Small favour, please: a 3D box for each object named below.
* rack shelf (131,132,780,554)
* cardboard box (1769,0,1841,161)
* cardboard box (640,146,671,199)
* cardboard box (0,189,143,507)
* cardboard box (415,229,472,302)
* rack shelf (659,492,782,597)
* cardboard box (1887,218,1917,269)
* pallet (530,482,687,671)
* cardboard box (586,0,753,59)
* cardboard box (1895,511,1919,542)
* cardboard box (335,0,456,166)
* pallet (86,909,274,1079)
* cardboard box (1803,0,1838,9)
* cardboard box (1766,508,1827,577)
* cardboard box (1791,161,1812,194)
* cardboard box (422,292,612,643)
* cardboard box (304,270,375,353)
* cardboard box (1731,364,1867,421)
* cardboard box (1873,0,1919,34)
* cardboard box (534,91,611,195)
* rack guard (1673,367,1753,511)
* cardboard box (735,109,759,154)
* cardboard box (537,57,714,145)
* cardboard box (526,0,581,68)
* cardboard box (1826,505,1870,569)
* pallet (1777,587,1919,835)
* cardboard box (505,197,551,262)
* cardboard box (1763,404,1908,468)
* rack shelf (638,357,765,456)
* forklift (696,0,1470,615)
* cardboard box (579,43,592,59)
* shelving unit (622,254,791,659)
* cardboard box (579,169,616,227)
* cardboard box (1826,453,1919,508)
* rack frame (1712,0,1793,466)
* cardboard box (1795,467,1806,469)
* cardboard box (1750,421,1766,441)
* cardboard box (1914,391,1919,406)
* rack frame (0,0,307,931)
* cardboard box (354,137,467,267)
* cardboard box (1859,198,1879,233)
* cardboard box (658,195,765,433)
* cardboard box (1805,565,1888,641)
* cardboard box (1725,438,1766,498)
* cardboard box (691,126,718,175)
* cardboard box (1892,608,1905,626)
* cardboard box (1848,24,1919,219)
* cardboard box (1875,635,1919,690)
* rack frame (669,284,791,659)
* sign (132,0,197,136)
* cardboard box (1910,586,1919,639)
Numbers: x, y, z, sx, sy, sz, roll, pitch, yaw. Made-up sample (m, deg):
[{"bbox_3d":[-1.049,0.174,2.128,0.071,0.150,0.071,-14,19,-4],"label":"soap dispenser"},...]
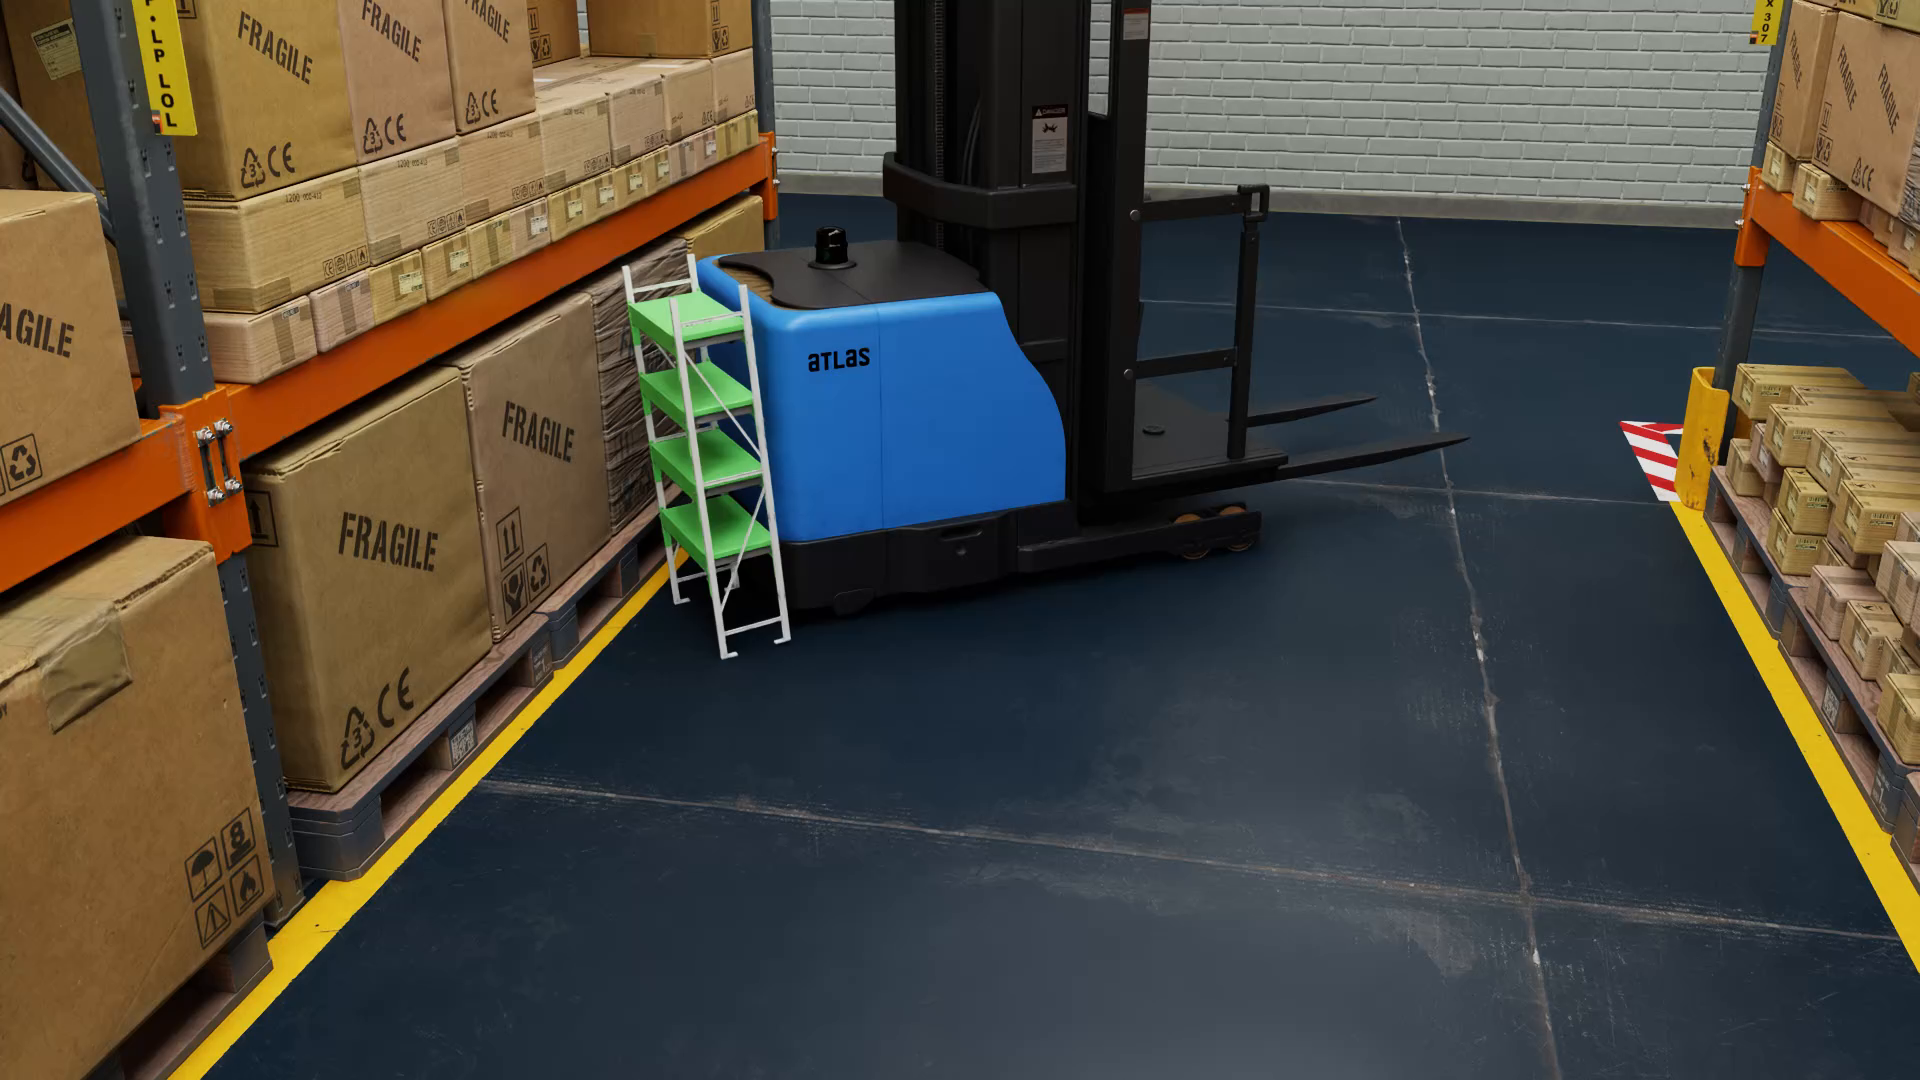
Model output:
[{"bbox_3d":[-1.715,-0.906,5.552,1.077,0.370,4.000,4,22,11],"label":"rack shelf"},{"bbox_3d":[3.166,-1.598,5.773,0.500,0.500,0.500,6,23,13],"label":"cardboard box"},{"bbox_3d":[-1.264,-1.326,5.967,0.380,0.149,0.250,4,22,10],"label":"cardboard box"},{"bbox_3d":[-1.951,-0.363,3.106,0.500,0.500,0.500,5,22,11],"label":"cardboard box"},{"bbox_3d":[-1.578,-0.764,4.571,0.380,0.149,0.250,4,22,9],"label":"cardboard box"},{"bbox_3d":[-0.799,0.004,5.522,0.258,0.148,0.480,-15,26,-23],"label":"rack shelf"},{"bbox_3d":[2.947,-0.865,4.823,0.380,0.149,0.250,4,22,10],"label":"cardboard box"},{"bbox_3d":[-1.644,0.065,5.909,1.003,0.211,1.213,4,22,11],"label":"pallet"},{"bbox_3d":[-1.149,-2.190,6.574,0.500,0.500,0.500,5,22,12],"label":"cardboard box"},{"bbox_3d":[2.882,0.043,4.689,0.380,0.149,0.250,5,22,11],"label":"cardboard box"},{"bbox_3d":[-1.667,-1.260,4.266,0.500,0.500,0.500,4,22,11],"label":"cardboard box"},{"bbox_3d":[-2.206,1.073,3.407,1.003,0.211,1.213,4,22,11],"label":"pallet"},{"bbox_3d":[3.177,-2.061,5.585,0.500,0.500,0.500,4,22,11],"label":"cardboard box"},{"bbox_3d":[2.931,0.017,5.551,0.380,0.149,0.250,5,22,12],"label":"cardboard box"},{"bbox_3d":[3.130,-1.250,5.779,0.380,0.149,0.250,5,23,13],"label":"cardboard box"},{"bbox_3d":[-1.726,-0.282,5.321,0.875,0.875,0.875,4,22,11],"label":"cardboard box"},{"bbox_3d":[-1.683,-0.571,4.092,0.380,0.149,0.250,4,22,9],"label":"cardboard box"},{"bbox_3d":[3.089,-0.539,6.135,0.380,0.149,0.250,3,22,8],"label":"cardboard box"},{"bbox_3d":[2.952,-1.687,4.657,0.500,0.500,0.500,4,22,10],"label":"cardboard box"},{"bbox_3d":[-1.456,-1.280,5.319,0.500,0.250,0.500,4,22,11],"label":"cardboard box"},{"bbox_3d":[3.513,-0.369,6.601,1.175,0.500,0.348,4,22,11],"label":"rack guard"},{"bbox_3d":[-1.057,-1.700,6.895,0.380,0.149,0.250,5,22,12],"label":"cardboard box"},{"bbox_3d":[-1.250,-1.657,6.255,0.500,0.250,0.500,4,22,10],"label":"cardboard box"},{"bbox_3d":[-1.771,-2.050,6.227,0.500,0.500,0.500,4,22,10],"label":"cardboard box"},{"bbox_3d":[2.976,-0.013,5.226,0.380,0.149,0.250,3,22,8],"label":"cardboard box"},{"bbox_3d":[3.061,0.504,4.819,1.003,0.211,1.213,4,22,11],"label":"pallet"},{"bbox_3d":[-1.473,-0.949,5.031,0.380,0.149,0.250,5,22,12],"label":"cardboard box"},{"bbox_3d":[2.974,-0.347,5.657,0.380,0.149,0.250,4,22,11],"label":"cardboard box"},{"bbox_3d":[-0.832,-0.433,5.328,0.258,0.148,0.480,-15,26,-23],"label":"rack shelf"},{"bbox_3d":[0.574,-1.456,6.046,3.031,2.935,1.130,-10,24,-22],"label":"forklift"},{"bbox_3d":[-1.669,-1.885,6.821,0.500,0.250,0.500,4,22,9],"label":"cardboard box"},{"bbox_3d":[-0.820,-0.273,5.399,0.258,1.200,0.503,-15,26,-23],"label":"shelving unit"},{"bbox_3d":[-1.369,-1.141,5.507,0.380,0.149,0.250,5,22,12],"label":"cardboard box"},{"bbox_3d":[2.938,-0.149,5.166,0.380,0.149,0.250,5,23,13],"label":"cardboard box"},{"bbox_3d":[3.528,-1.556,6.203,1.000,3.000,0.127,4,22,11],"label":"rack frame"},{"bbox_3d":[3.096,-0.203,5.697,0.380,0.149,0.250,5,22,12],"label":"cardboard box"},{"bbox_3d":[3.170,-0.395,6.174,0.380,0.149,0.250,5,23,13],"label":"cardboard box"},{"bbox_3d":[3.561,-0.404,5.800,0.380,0.149,0.250,5,22,12],"label":"cardboard box"},{"bbox_3d":[-2.123,-0.509,3.601,1.000,3.000,0.127,4,22,11],"label":"rack frame"},{"bbox_3d":[-1.664,-0.910,4.402,0.500,0.250,0.500,4,22,11],"label":"cardboard box"},{"bbox_3d":[3.104,-1.051,5.283,0.380,0.149,0.250,6,23,13],"label":"cardboard box"},{"bbox_3d":[-1.359,-0.941,6.956,0.875,0.875,0.875,4,22,11],"label":"cardboard box"},{"bbox_3d":[2.837,0.202,5.091,0.380,0.149,0.250,3,22,8],"label":"cardboard box"},{"bbox_3d":[3.108,-0.262,6.242,0.380,0.149,0.250,5,22,12],"label":"cardboard box"},{"bbox_3d":[-1.161,-1.512,6.430,0.380,0.149,0.250,5,22,11],"label":"cardboard box"},{"bbox_3d":[2.896,0.188,4.728,0.380,0.149,0.250,6,23,13],"label":"cardboard box"},{"bbox_3d":[2.970,-1.222,4.840,0.500,0.500,0.500,5,22,12],"label":"cardboard box"},{"bbox_3d":[2.789,0.396,4.609,0.380,0.149,0.250,5,22,12],"label":"cardboard box"},{"bbox_3d":[-0.709,-0.192,5.198,0.240,1.200,0.015,-15,26,-23],"label":"rack frame"},{"bbox_3d":[-1.590,-0.971,3.306,0.100,0.325,0.005,4,22,11],"label":"sign"},{"bbox_3d":[2.681,0.225,4.237,0.380,0.149,0.250,3,22,8],"label":"cardboard box"}]
